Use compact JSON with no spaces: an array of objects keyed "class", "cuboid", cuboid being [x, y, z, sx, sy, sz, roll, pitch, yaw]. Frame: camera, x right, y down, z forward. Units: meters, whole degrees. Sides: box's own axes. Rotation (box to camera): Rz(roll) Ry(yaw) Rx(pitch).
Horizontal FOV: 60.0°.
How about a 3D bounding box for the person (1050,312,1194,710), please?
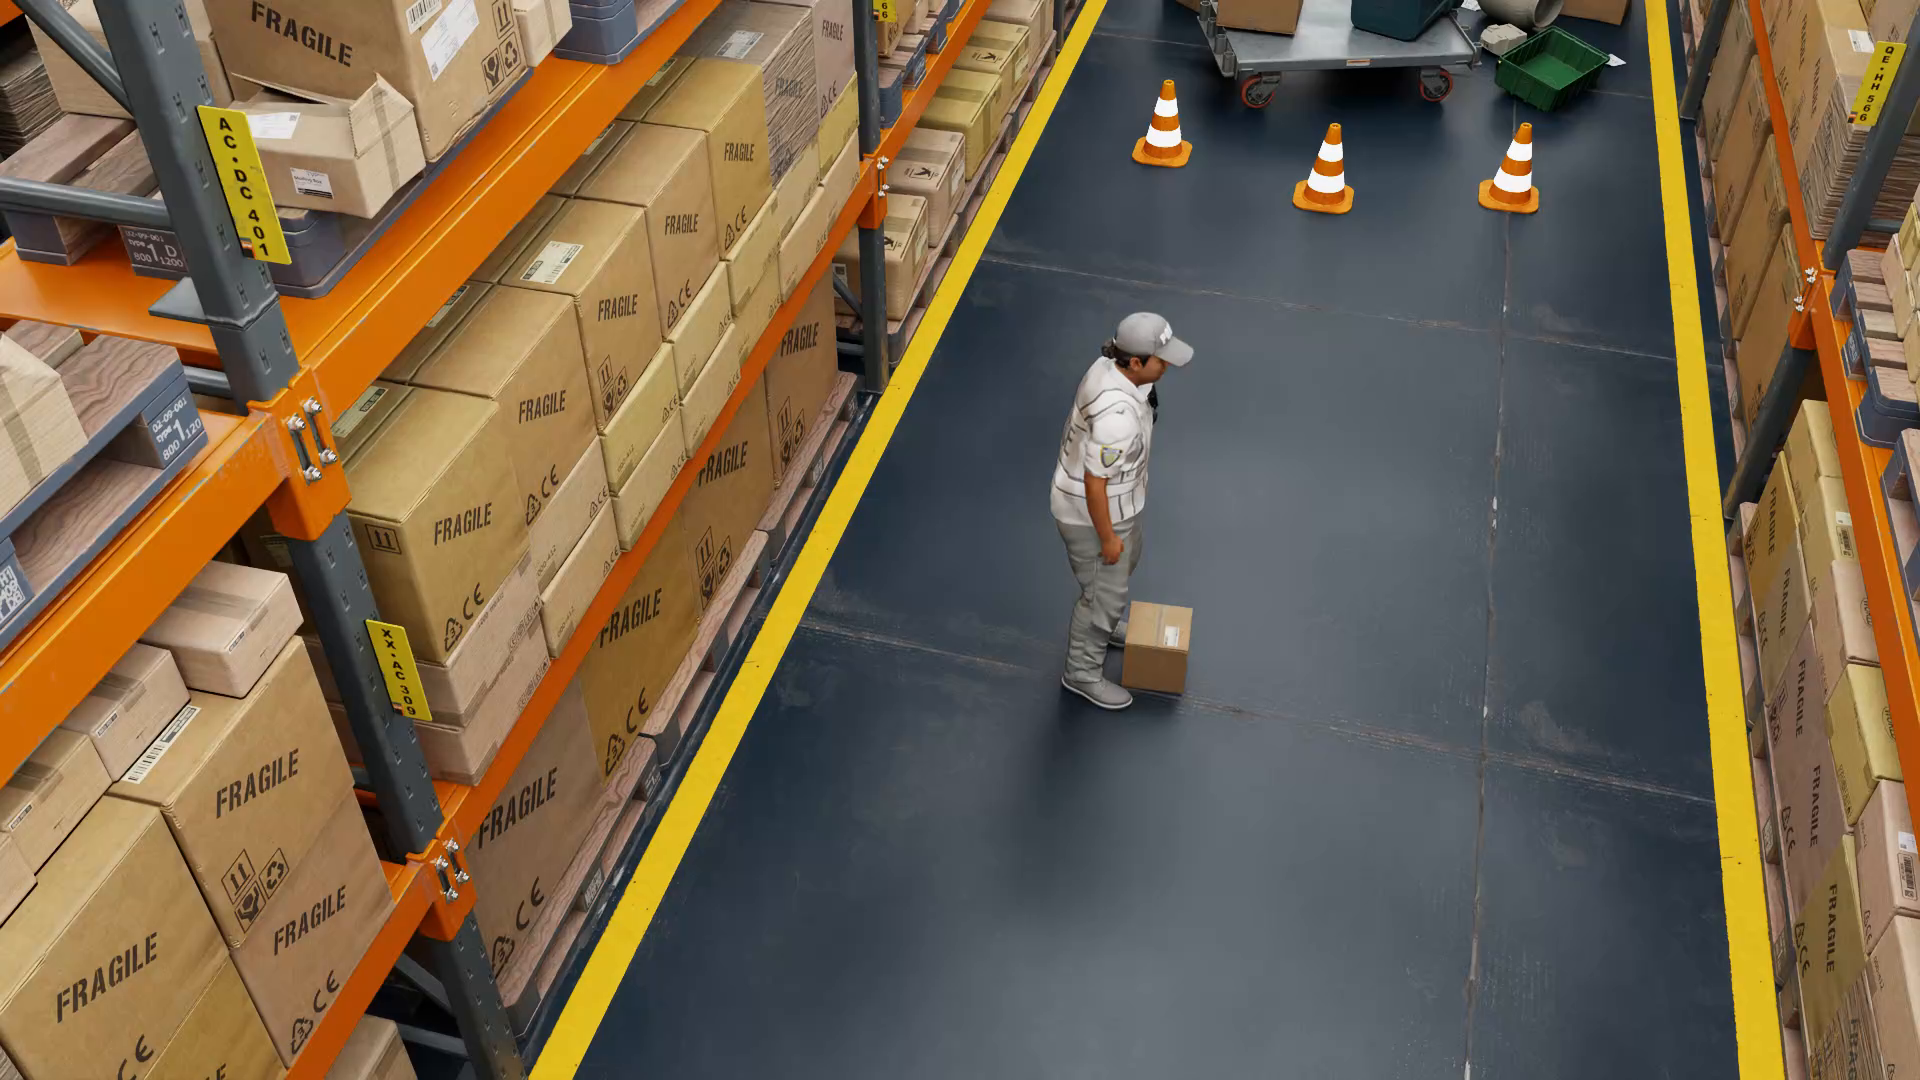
[{"class":"person","cuboid":[0.581,-0.134,6.306,0.471,1.665,0.561,8,42,9]}]
